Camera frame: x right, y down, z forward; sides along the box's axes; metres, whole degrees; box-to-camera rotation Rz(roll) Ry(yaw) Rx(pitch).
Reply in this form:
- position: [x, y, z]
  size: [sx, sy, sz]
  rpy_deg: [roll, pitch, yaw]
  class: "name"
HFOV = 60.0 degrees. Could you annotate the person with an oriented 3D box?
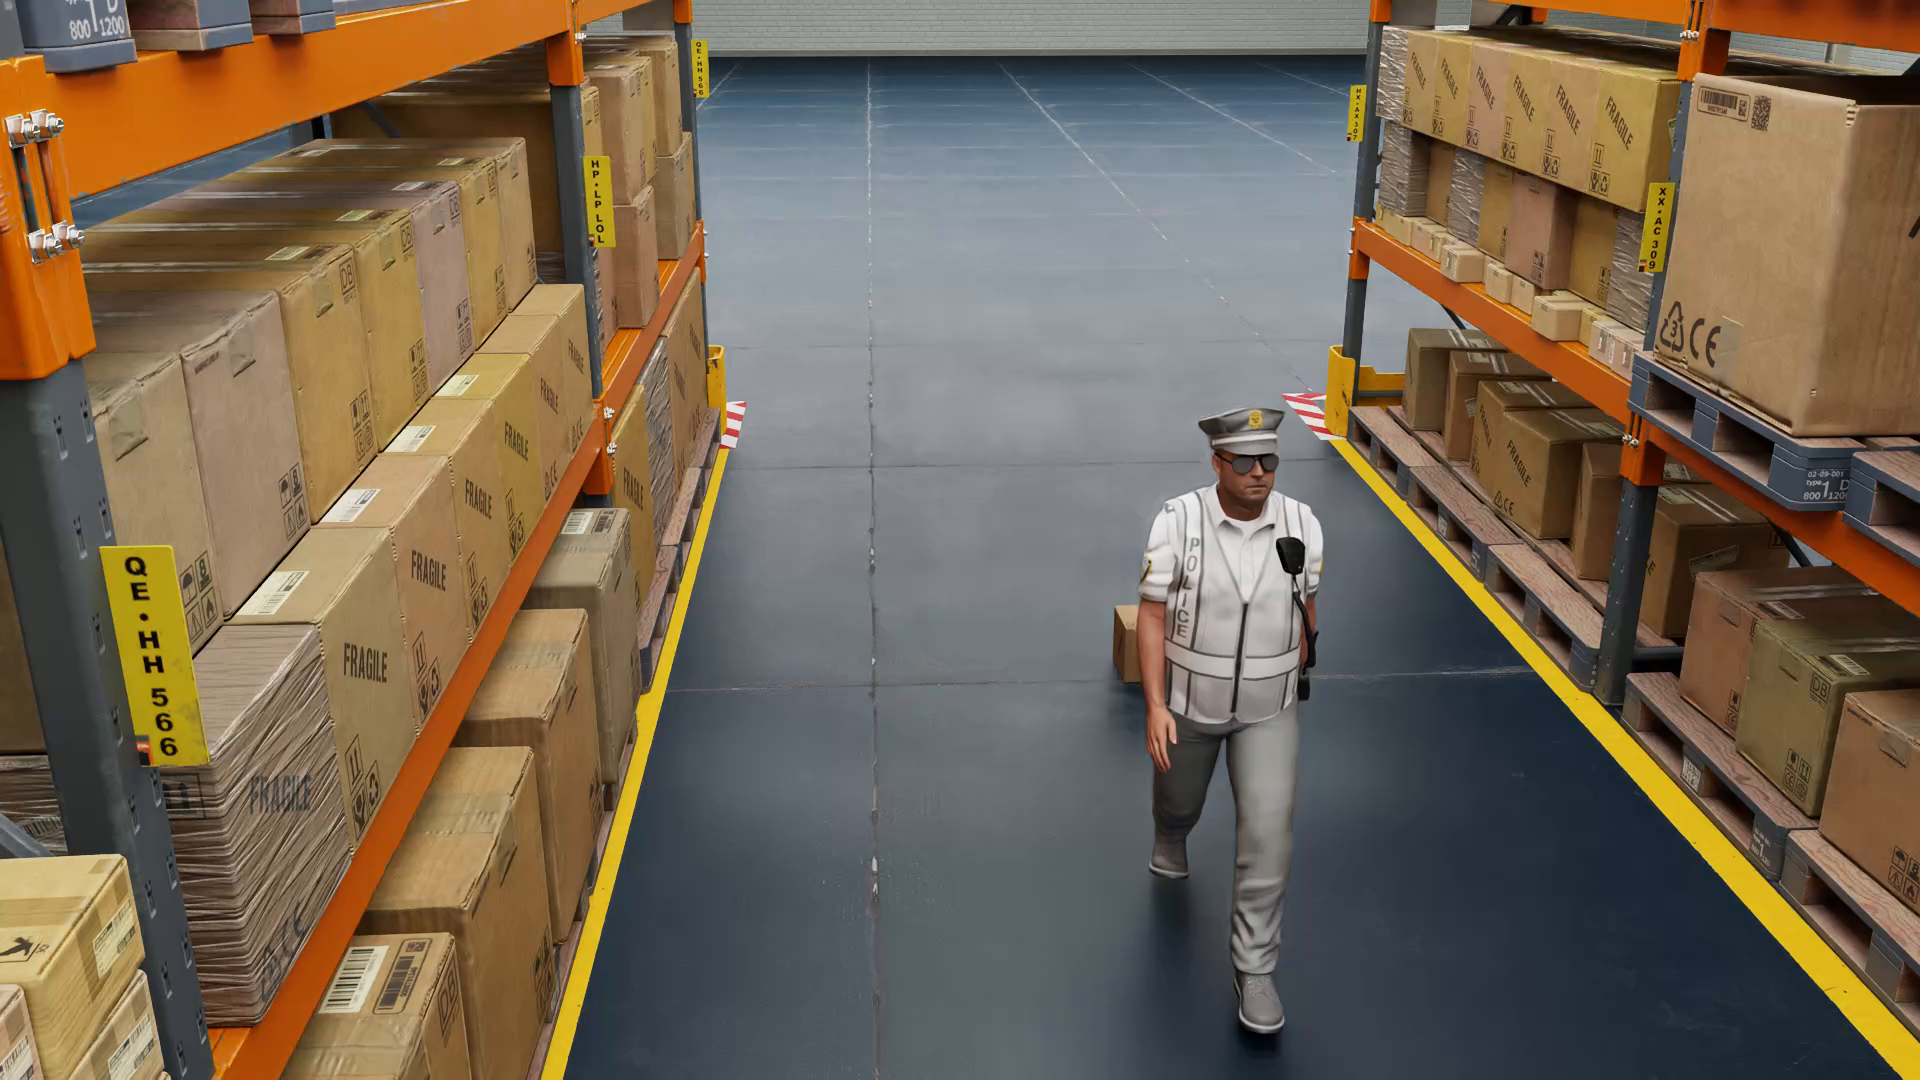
- position: [0.773, 0.431, 4.853]
  size: [0.532, 1.725, 1.050]
  rpy_deg: [1, 20, 3]
  class: "person"
